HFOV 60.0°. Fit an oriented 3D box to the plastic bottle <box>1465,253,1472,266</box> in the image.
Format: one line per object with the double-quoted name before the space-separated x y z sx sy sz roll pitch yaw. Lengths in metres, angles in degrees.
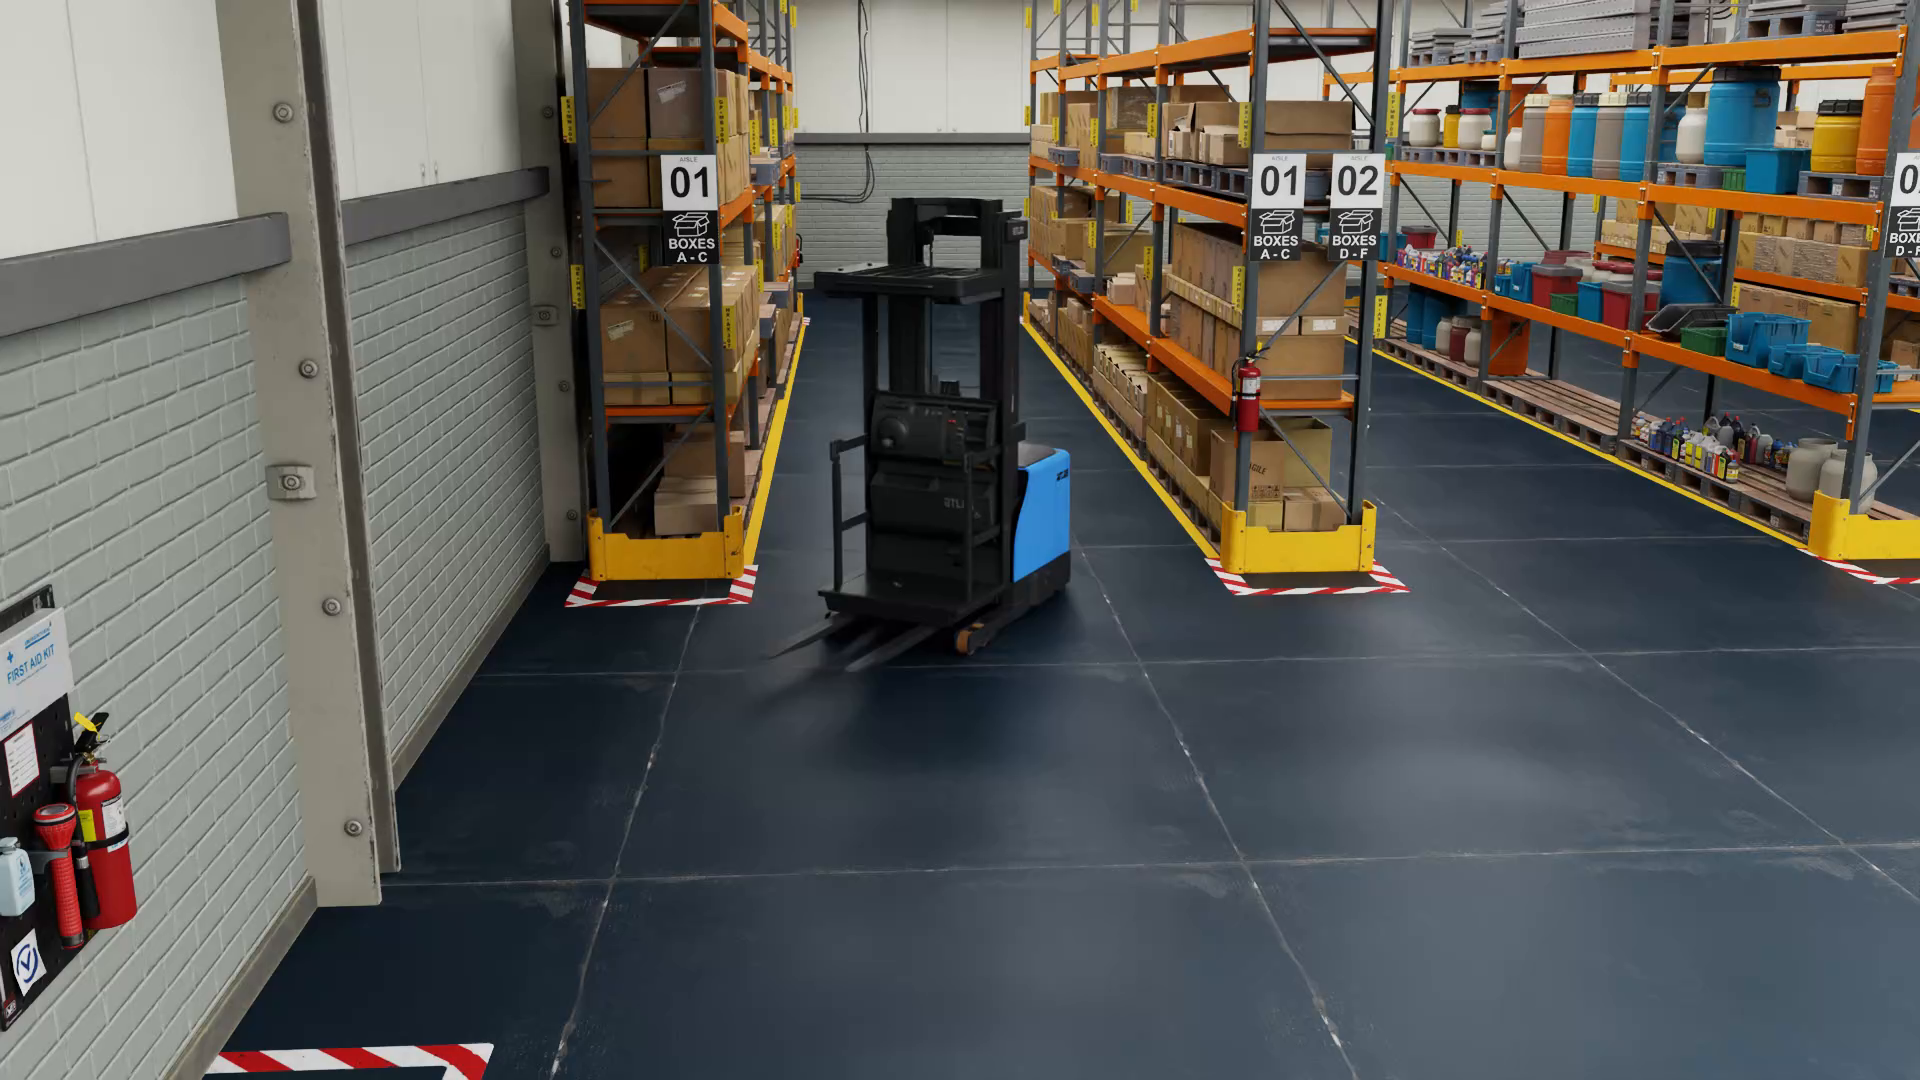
"plastic bottle" 7.153 -3.896 23.406 0.097 0.271 0.097 0 14 0

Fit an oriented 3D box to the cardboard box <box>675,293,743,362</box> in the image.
"cardboard box" -2.028 -1.717 13.434 0.500 0.500 0.500 -1 14 -3

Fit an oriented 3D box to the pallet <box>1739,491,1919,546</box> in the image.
"pallet" 7.513 -0.193 14.352 1.003 0.211 1.213 -1 14 -3

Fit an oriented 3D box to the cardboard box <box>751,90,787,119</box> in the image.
"cardboard box" -2.786 -6.331 24.346 0.500 0.500 0.500 -1 14 -4

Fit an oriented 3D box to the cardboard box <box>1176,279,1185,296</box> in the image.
"cardboard box" 2.275 -2.408 15.864 0.380 0.149 0.250 -1 14 -5

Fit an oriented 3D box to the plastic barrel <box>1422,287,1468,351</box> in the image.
"plastic barrel" 6.927 -3.183 23.745 0.600 0.901 0.708 -1 14 -3

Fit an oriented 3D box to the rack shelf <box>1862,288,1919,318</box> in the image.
"rack shelf" 12.182 -2.543 19.335 1.077 0.370 4.000 -1 14 -3

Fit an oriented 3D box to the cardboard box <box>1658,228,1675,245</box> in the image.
"cardboard box" 11.454 -4.817 26.431 0.500 0.250 0.500 -1 14 -2

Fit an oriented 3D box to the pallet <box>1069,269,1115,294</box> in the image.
"pallet" 2.058 -3.312 21.262 1.213 0.211 1.003 -1 14 -3

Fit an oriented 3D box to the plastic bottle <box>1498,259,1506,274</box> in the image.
"plastic bottle" 7.359 -3.679 22.565 0.097 0.271 0.097 0 14 0

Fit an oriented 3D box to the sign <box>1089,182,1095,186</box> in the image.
"sign" 2.230 -5.944 28.150 0.100 0.325 0.005 -1 14 -3

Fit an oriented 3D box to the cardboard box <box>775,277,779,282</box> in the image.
"cardboard box" -2.502 -3.263 21.153 0.380 0.149 0.250 0 14 -2

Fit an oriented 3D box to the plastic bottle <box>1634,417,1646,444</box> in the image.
"plastic bottle" 6.944 -1.123 16.965 0.097 0.271 0.097 0 14 0

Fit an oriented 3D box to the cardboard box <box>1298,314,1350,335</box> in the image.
"cardboard box" 2.857 -1.711 13.153 0.380 0.149 0.250 -1 14 -4

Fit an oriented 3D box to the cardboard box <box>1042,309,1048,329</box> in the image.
"cardboard box" 1.558 -3.467 25.993 0.500 0.311 0.500 -1 14 -3

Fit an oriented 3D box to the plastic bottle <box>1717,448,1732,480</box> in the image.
"plastic bottle" 7.033 -0.699 15.293 0.061 0.283 0.133 -1 14 -2

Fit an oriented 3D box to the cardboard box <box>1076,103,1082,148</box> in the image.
"cardboard box" 1.944 -5.692 22.867 0.600 0.600 0.600 -1 14 -4

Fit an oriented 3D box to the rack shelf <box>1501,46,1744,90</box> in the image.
"rack shelf" 7.238 -5.178 18.340 1.077 0.370 4.000 -1 14 -3

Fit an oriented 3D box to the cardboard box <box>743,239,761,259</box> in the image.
"cardboard box" -2.734 -3.304 19.766 0.700 0.500 0.500 -3 15 -10

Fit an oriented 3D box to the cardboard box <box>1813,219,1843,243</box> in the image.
"cardboard box" 11.991 -4.267 22.378 0.797 0.503 0.637 -1 14 -2

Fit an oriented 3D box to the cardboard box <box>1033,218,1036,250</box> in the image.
"cardboard box" 1.476 -5.032 27.365 0.500 0.500 0.500 -1 14 -4

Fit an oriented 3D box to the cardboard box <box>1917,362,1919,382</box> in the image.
"cardboard box" 12.166 -2.087 20.253 0.700 0.500 0.500 -2 15 -8

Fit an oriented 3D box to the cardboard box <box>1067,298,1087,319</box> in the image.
"cardboard box" 1.771 -3.225 23.168 0.500 0.250 0.500 -1 14 -3

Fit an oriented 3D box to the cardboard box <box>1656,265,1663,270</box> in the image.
"cardboard box" 11.793 -3.947 26.770 0.875 0.875 0.875 -1 14 -3

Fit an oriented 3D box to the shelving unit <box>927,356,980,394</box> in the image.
"shelving unit" 0.005 -0.705 13.757 0.538 1.500 1.048 -1 14 -3

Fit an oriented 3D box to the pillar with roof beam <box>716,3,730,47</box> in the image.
"pillar with roof beam" -0.003 -8.779 30.088 9.100 9.000 0.400 -1 14 -3

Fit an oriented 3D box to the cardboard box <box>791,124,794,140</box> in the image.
"cardboard box" -2.959 -6.603 26.907 0.500 0.250 0.500 0 14 -2

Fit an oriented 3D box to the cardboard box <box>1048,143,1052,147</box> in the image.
"cardboard box" 1.607 -5.853 25.037 0.500 0.250 0.500 -1 14 -3

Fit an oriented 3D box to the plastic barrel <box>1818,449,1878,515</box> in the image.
"plastic barrel" 7.493 -0.484 14.037 0.421 0.512 0.421 0 14 0

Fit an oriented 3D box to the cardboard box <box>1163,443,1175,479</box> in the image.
"cardboard box" 2.196 -0.745 15.578 0.500 0.250 0.500 -1 14 -3

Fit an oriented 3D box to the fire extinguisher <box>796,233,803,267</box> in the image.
"fire extinguisher" -2.818 -4.976 28.249 0.296 0.674 0.183 -1 14 -3

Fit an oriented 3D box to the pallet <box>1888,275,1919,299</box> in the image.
"pallet" 12.208 -3.120 20.520 1.213 0.211 1.003 -1 14 -3

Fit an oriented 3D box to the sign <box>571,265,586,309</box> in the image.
"sign" -2.833 -1.880 12.356 0.100 0.325 0.005 -1 14 -3

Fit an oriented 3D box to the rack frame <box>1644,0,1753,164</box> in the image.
"rack frame" 7.362 -5.223 16.267 1.000 3.000 0.127 -1 14 -3

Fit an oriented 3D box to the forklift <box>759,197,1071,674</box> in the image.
"forklift" -0.275 -0.778 11.168 1.130 2.935 3.031 7 16 26

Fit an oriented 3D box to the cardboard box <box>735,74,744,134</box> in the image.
"cardboard box" -2.137 -3.773 14.405 0.500 0.500 0.500 -1 14 -5

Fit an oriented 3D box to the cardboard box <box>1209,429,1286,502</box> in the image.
"cardboard box" 2.336 -0.611 13.552 0.500 0.500 0.500 -1 14 -3

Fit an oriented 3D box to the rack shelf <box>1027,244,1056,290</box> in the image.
"rack shelf" 1.799 -4.381 26.477 1.077 0.370 4.000 -1 14 -3

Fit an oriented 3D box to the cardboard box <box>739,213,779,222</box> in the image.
"cardboard box" -2.613 -4.100 21.598 0.500 0.250 0.500 -1 14 -3

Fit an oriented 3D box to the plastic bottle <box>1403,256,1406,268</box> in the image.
"plastic bottle" 6.497 -4.052 24.153 0.097 0.201 0.097 0 14 0

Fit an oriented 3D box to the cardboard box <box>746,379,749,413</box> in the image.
"cardboard box" -2.661 -1.605 18.379 0.700 0.500 0.500 -1 14 -3

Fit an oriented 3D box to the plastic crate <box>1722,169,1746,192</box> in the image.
"plastic crate" 7.188 -3.271 15.126 0.336 0.188 0.450 -1 14 -3

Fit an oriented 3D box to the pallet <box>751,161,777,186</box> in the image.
"pallet" -2.458 -3.682 16.673 1.213 0.211 1.003 -1 14 -3

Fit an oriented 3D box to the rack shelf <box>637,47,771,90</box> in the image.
"rack shelf" -2.650 -5.025 17.745 1.077 0.370 4.000 -1 14 -3

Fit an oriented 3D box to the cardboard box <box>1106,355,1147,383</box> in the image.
"cardboard box" 1.980 -1.988 19.284 0.500 0.311 0.500 -1 14 -5

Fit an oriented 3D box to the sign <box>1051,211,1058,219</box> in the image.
"sign" 1.381 -4.641 24.306 0.100 0.325 0.005 -1 14 -3

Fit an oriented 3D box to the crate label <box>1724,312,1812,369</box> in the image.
"crate label" 7.226 -1.794 14.907 0.502 0.435 0.616 -1 14 -3

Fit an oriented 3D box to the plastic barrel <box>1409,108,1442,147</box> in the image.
"plastic barrel" 6.649 -5.894 23.780 0.433 0.535 0.433 0 14 0

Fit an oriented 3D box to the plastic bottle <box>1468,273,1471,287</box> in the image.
"plastic bottle" 6.660 -3.397 21.607 0.097 0.201 0.097 0 14 0

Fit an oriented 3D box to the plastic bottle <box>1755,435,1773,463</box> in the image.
"plastic bottle" 7.728 -0.887 16.039 0.152 0.276 0.135 -1 14 -2

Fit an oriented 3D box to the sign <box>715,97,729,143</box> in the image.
"sign" -1.736 -3.054 12.104 0.100 0.325 0.005 -1 14 -3

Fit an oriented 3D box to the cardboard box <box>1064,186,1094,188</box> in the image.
"cardboard box" 1.977 -5.653 27.769 0.500 0.500 0.500 -1 14 -4

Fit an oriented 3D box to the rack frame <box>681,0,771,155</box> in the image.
"rack frame" -2.774 -6.065 19.539 1.000 3.000 0.127 -1 14 -3

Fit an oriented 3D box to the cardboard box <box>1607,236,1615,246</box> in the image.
"cardboard box" 11.272 -5.100 28.331 0.380 0.149 0.250 -1 14 -4

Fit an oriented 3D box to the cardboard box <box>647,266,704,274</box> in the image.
"cardboard box" -2.705 -2.345 15.876 0.500 0.500 0.500 -1 14 -5

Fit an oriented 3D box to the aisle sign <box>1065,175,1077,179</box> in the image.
"aisle sign" 1.976 -6.507 28.081 0.394 0.787 0.004 -1 14 -3

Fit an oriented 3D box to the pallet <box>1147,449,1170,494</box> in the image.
"pallet" 2.426 -0.693 16.297 1.003 0.211 1.213 -1 14 -3

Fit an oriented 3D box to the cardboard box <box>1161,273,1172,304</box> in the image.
"cardboard box" 2.354 -2.613 17.961 0.500 0.500 0.500 0 14 1
